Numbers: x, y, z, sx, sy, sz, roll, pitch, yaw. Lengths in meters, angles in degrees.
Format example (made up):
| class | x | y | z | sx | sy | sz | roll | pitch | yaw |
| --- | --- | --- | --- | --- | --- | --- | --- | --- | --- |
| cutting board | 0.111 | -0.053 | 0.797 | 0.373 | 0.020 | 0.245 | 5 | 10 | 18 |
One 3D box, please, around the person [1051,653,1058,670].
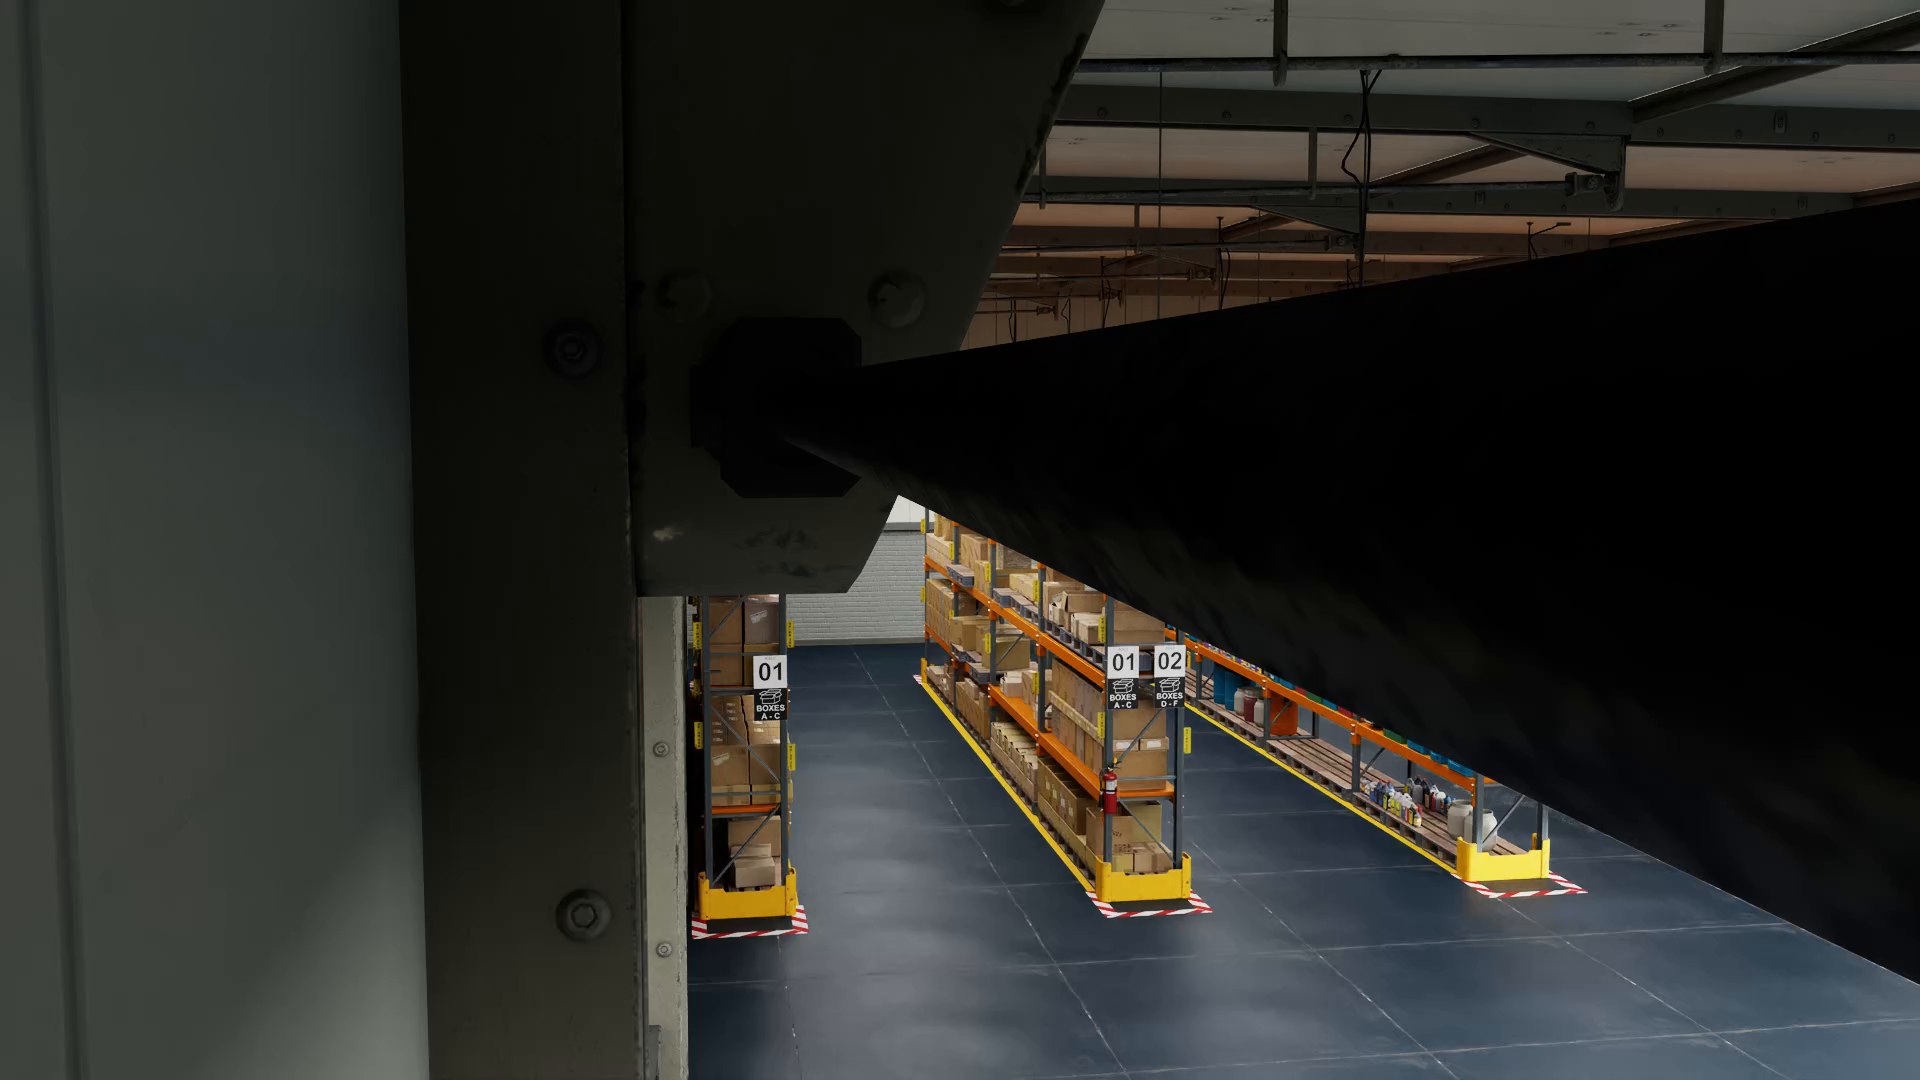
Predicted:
| class | x | y | z | sx | sy | sz | roll | pitch | yaw |
| --- | --- | --- | --- | --- | --- | --- | --- | --- | --- |
| person | 2.103 | 2.161 | 34.815 | 0.680 | 1.811 | 0.697 | -2 | 5 | -23 |
